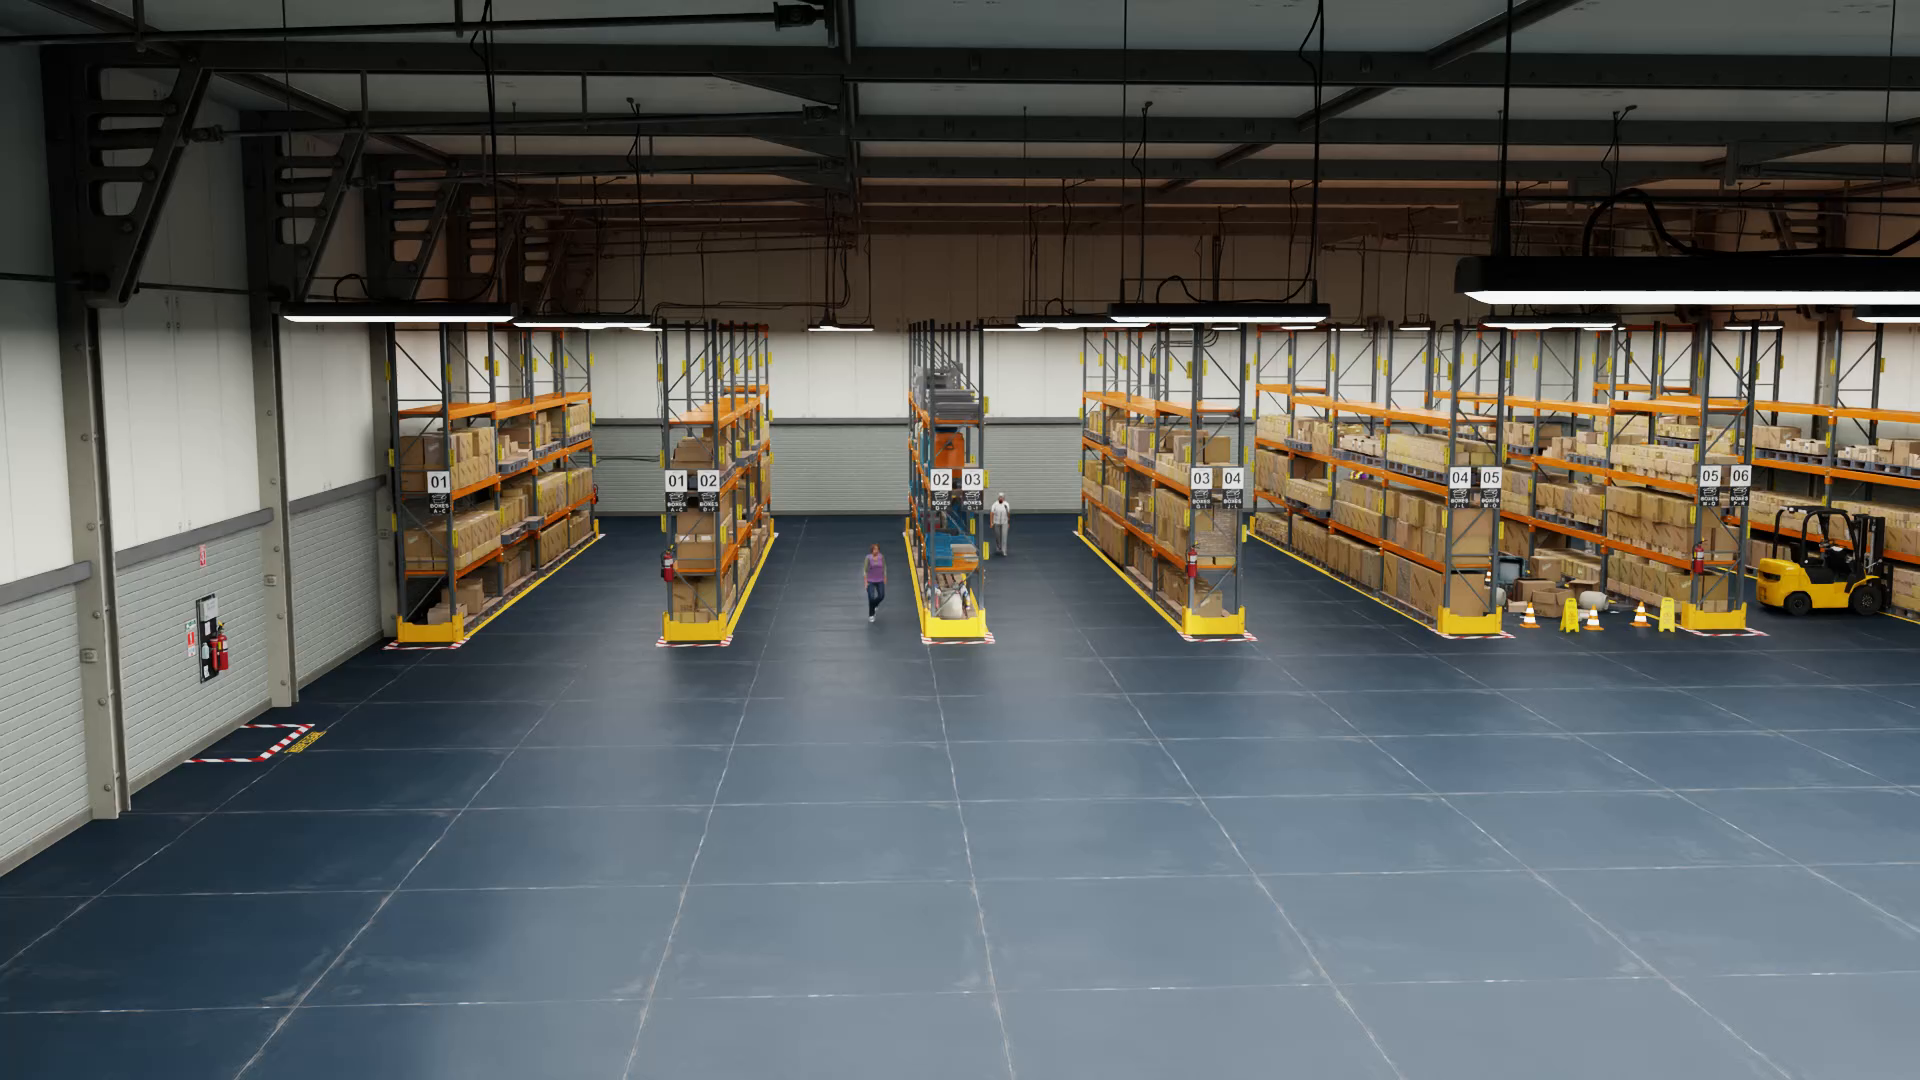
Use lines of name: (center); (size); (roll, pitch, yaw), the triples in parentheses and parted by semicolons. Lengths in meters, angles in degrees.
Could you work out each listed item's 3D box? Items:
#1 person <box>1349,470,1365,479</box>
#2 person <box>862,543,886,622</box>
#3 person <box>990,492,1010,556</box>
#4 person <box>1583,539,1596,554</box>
person: (12.399, -1.564, 51.928); (0.844, 1.744, 0.571); (-5, 9, -35)
person: (-1.729, 0.833, 33.422); (0.502, 1.581, 0.480); (-2, 7, -15)
person: (1.042, -0.435, 43.272); (0.510, 1.612, 1.007); (0, 7, 2)
person: (16.473, -0.405, 43.422); (0.446, 1.579, 0.372); (-5, 8, -34)
